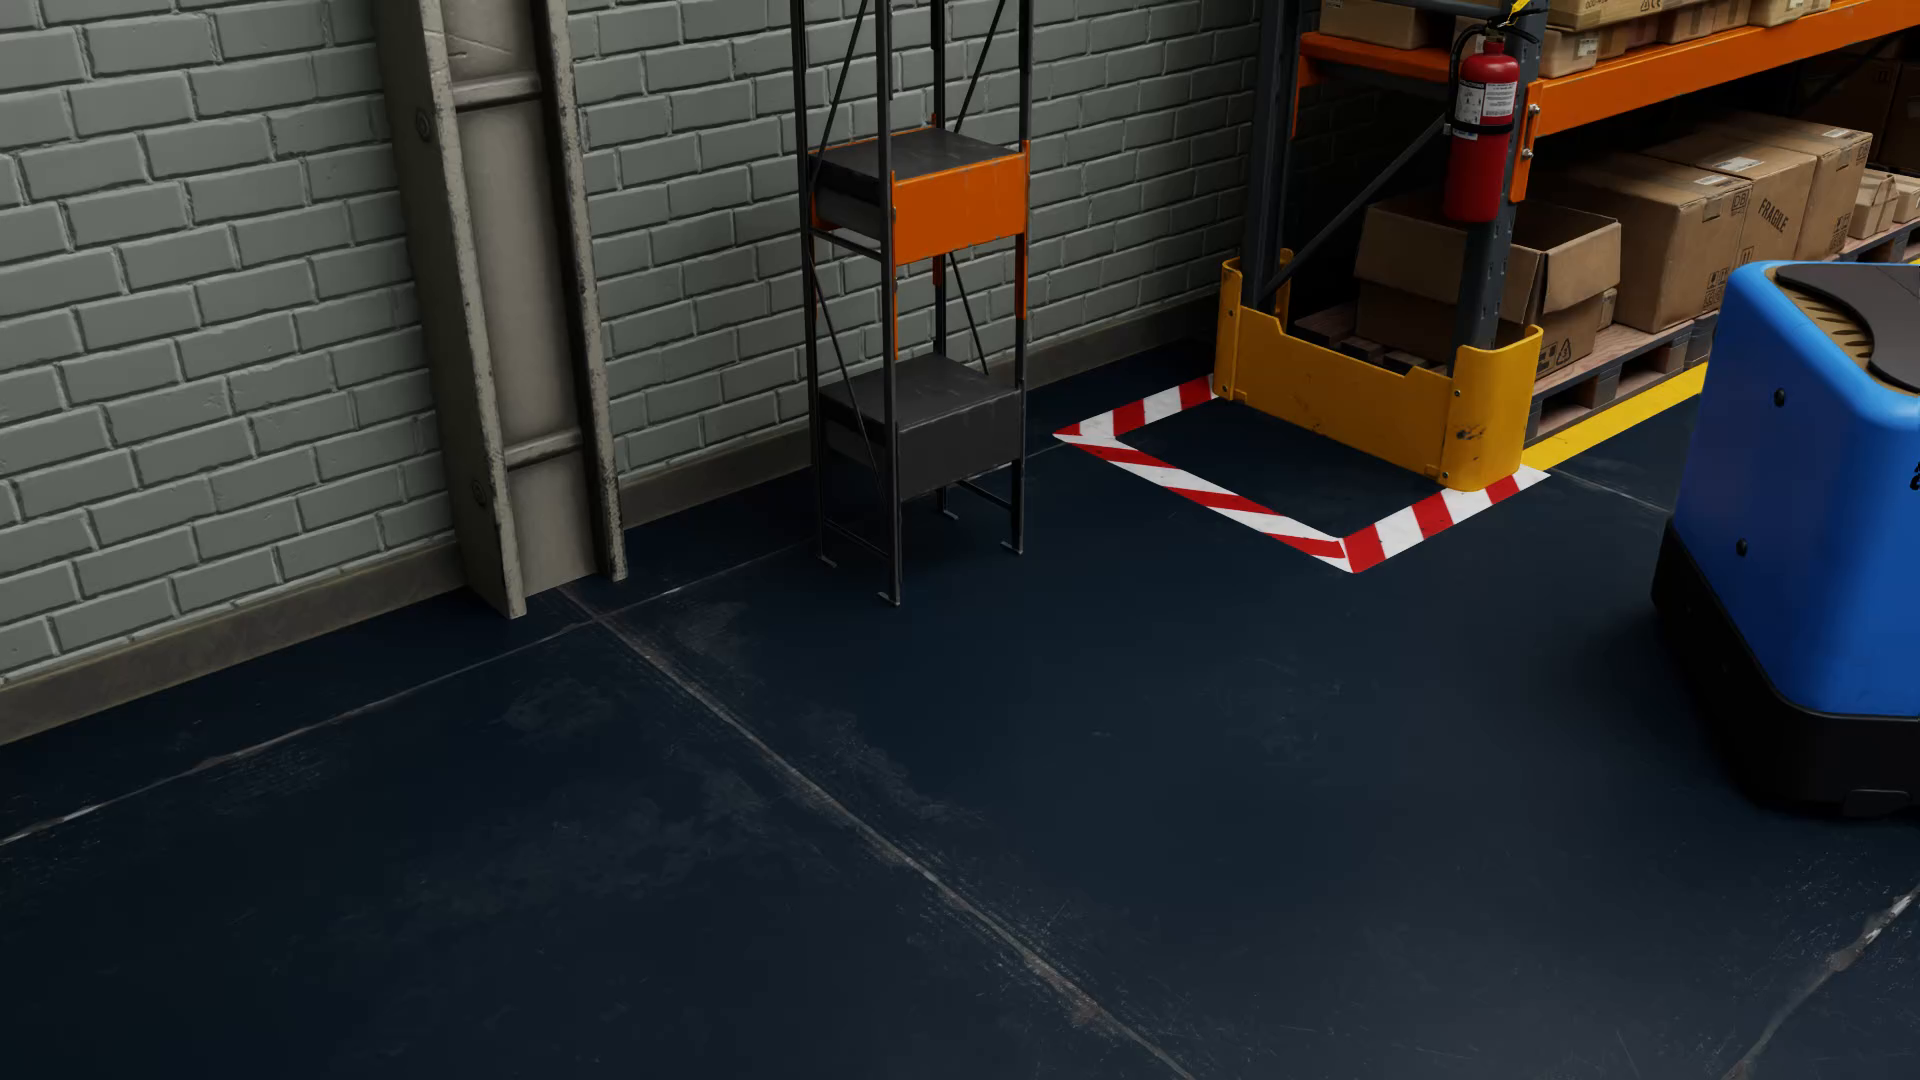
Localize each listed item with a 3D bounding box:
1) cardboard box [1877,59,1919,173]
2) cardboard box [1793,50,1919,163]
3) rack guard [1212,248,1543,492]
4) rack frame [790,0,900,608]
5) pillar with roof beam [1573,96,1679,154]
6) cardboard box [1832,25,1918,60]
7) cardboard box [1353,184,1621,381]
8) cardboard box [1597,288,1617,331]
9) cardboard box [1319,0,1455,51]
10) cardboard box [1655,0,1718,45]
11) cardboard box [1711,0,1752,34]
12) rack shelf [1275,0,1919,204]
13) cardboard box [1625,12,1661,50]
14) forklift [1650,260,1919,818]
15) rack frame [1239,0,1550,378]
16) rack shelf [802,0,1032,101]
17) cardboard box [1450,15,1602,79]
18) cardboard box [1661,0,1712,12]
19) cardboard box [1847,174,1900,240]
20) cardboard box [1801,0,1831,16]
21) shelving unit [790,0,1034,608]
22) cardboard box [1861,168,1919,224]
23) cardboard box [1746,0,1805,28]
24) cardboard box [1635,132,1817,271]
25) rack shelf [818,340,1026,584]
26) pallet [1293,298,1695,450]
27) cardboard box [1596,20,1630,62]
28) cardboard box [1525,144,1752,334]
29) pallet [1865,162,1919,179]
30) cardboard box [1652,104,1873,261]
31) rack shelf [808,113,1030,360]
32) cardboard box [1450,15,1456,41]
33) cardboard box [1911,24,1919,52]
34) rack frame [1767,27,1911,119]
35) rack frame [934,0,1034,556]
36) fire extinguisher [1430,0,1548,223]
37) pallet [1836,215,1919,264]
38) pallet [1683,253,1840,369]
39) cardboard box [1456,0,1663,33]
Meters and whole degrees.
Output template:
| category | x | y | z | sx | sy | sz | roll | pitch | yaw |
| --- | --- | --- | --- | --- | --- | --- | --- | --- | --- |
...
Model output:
| category | x | y | z | sx | sy | sz | roll | pitch | yaw |
| --- | --- | --- | --- | --- | --- | --- | --- | --- | --- |
| cardboard box | 4.940 | -2.082 | 8.171 | 0.500 | 0.500 | 0.500 | -20 | 34 | -33 |
| cardboard box | 4.607 | -2.271 | 8.524 | 0.500 | 0.500 | 0.500 | -22 | 35 | -35 |
| rack guard | 1.441 | -0.630 | 5.898 | 0.348 | 0.500 | 1.175 | -22 | 35 | -35 |
| rack frame | -0.312 | -0.801 | 4.521 | 0.015 | 2.100 | 0.400 | -22 | 35 | -35 |
| pillar with roof beam | 6.105 | -4.145 | 3.458 | 0.400 | 9.000 | 9.100 | -22 | 35 | -35 |
| cardboard box | 4.519 | -2.517 | 8.296 | 0.250 | 0.149 | 0.380 | -24 | 36 | -37 |
| cardboard box | 1.910 | -0.946 | 6.041 | 0.637 | 0.503 | 0.797 | -24 | 36 | -37 |
| cardboard box | 2.258 | -0.906 | 6.341 | 0.250 | 0.149 | 0.380 | -24 | 36 | -37 |
| cardboard box | 1.461 | -1.796 | 5.694 | 0.250 | 0.149 | 0.380 | -22 | 35 | -35 |
| cardboard box | 2.384 | -1.843 | 5.782 | 0.250 | 0.149 | 0.380 | -21 | 34 | -33 |
| cardboard box | 2.582 | -1.926 | 5.938 | 0.250 | 0.149 | 0.380 | -21 | 35 | -34 |
| rack shelf | 2.904 | -2.003 | 6.579 | 4.000 | 0.370 | 1.077 | -22 | 35 | -35 |
| cardboard box | 2.152 | -1.787 | 5.679 | 0.250 | 0.149 | 0.380 | -22 | 35 | -36 |
| forklift | 3.460 | -0.801 | 3.640 | 3.031 | 2.935 | 1.130 | 2 | 28 | 4 |
| rack frame | 1.383 | -1.709 | 5.265 | 0.127 | 3.000 | 1.000 | -22 | 35 | -35 |
| rack shelf | -0.126 | -1.481 | 4.337 | 0.480 | 0.518 | 0.431 | -22 | 35 | -35 |
| cardboard box | 1.811 | -1.600 | 5.328 | 0.250 | 0.149 | 0.380 | -22 | 35 | -35 |
| cardboard box | 2.286 | -1.970 | 5.598 | 0.500 | 0.250 | 0.500 | -21 | 35 | -34 |
| cardboard box | 3.921 | -1.527 | 7.380 | 0.258 | 0.266 | 0.396 | -20 | 34 | -33 |
| cardboard box | 3.010 | -2.064 | 6.197 | 0.250 | 0.149 | 0.380 | -21 | 35 | -34 |
| shelving unit | -0.126 | -0.875 | 4.660 | 0.503 | 2.100 | 0.431 | -22 | 35 | -35 |
| cardboard box | 4.193 | -1.585 | 7.612 | 0.250 | 0.149 | 0.380 | -23 | 36 | -36 |
| cardboard box | 2.823 | -1.976 | 6.032 | 0.250 | 0.149 | 0.380 | -23 | 36 | -36 |
| cardboard box | 3.052 | -1.318 | 6.740 | 0.500 | 0.500 | 0.500 | -21 | 35 | -34 |
| rack shelf | -0.126 | -0.246 | 4.997 | 0.480 | 0.518 | 0.431 | -22 | 35 | -35 |
| pallet | 2.046 | -0.746 | 6.423 | 1.213 | 0.211 | 1.003 | -22 | 35 | -35 |
| cardboard box | 1.974 | -1.694 | 5.505 | 0.250 | 0.149 | 0.380 | -21 | 35 | -34 |
| cardboard box | 2.585 | -1.192 | 6.505 | 0.500 | 0.500 | 0.700 | -20 | 34 | -33 |
| pallet | 5.020 | -1.965 | 8.703 | 1.213 | 0.211 | 1.003 | -22 | 35 | -35 |
| cardboard box | 3.375 | -1.510 | 7.099 | 0.500 | 0.500 | 0.700 | -23 | 36 | -37 |
| rack shelf | -0.126 | -0.863 | 4.667 | 0.480 | 0.518 | 0.431 | -22 | 35 | -35 |
| cardboard box | 1.694 | -1.851 | 5.798 | 0.250 | 0.149 | 0.380 | -21 | 34 | -34 |
| cardboard box | 4.715 | -2.600 | 8.450 | 0.250 | 0.149 | 0.380 | -22 | 35 | -35 |
| rack frame | 4.426 | -2.932 | 7.555 | 0.127 | 3.000 | 1.000 | -22 | 35 | -35 |
| rack frame | 0.060 | -0.950 | 4.800 | 0.015 | 2.100 | 0.400 | -22 | 35 | -35 |
| fire extinguisher | 1.571 | -1.299 | 4.977 | 0.183 | 0.674 | 0.296 | -22 | 35 | -35 |
| pallet | 3.903 | -1.493 | 7.819 | 1.213 | 0.211 | 1.003 | -22 | 35 | -35 |
| pallet | 2.974 | -1.117 | 7.117 | 1.213 | 0.211 | 1.003 | -22 | 35 | -35 |
| cardboard box | 1.903 | -1.816 | 5.309 | 0.500 | 0.250 | 0.500 | -22 | 35 | -35 |
